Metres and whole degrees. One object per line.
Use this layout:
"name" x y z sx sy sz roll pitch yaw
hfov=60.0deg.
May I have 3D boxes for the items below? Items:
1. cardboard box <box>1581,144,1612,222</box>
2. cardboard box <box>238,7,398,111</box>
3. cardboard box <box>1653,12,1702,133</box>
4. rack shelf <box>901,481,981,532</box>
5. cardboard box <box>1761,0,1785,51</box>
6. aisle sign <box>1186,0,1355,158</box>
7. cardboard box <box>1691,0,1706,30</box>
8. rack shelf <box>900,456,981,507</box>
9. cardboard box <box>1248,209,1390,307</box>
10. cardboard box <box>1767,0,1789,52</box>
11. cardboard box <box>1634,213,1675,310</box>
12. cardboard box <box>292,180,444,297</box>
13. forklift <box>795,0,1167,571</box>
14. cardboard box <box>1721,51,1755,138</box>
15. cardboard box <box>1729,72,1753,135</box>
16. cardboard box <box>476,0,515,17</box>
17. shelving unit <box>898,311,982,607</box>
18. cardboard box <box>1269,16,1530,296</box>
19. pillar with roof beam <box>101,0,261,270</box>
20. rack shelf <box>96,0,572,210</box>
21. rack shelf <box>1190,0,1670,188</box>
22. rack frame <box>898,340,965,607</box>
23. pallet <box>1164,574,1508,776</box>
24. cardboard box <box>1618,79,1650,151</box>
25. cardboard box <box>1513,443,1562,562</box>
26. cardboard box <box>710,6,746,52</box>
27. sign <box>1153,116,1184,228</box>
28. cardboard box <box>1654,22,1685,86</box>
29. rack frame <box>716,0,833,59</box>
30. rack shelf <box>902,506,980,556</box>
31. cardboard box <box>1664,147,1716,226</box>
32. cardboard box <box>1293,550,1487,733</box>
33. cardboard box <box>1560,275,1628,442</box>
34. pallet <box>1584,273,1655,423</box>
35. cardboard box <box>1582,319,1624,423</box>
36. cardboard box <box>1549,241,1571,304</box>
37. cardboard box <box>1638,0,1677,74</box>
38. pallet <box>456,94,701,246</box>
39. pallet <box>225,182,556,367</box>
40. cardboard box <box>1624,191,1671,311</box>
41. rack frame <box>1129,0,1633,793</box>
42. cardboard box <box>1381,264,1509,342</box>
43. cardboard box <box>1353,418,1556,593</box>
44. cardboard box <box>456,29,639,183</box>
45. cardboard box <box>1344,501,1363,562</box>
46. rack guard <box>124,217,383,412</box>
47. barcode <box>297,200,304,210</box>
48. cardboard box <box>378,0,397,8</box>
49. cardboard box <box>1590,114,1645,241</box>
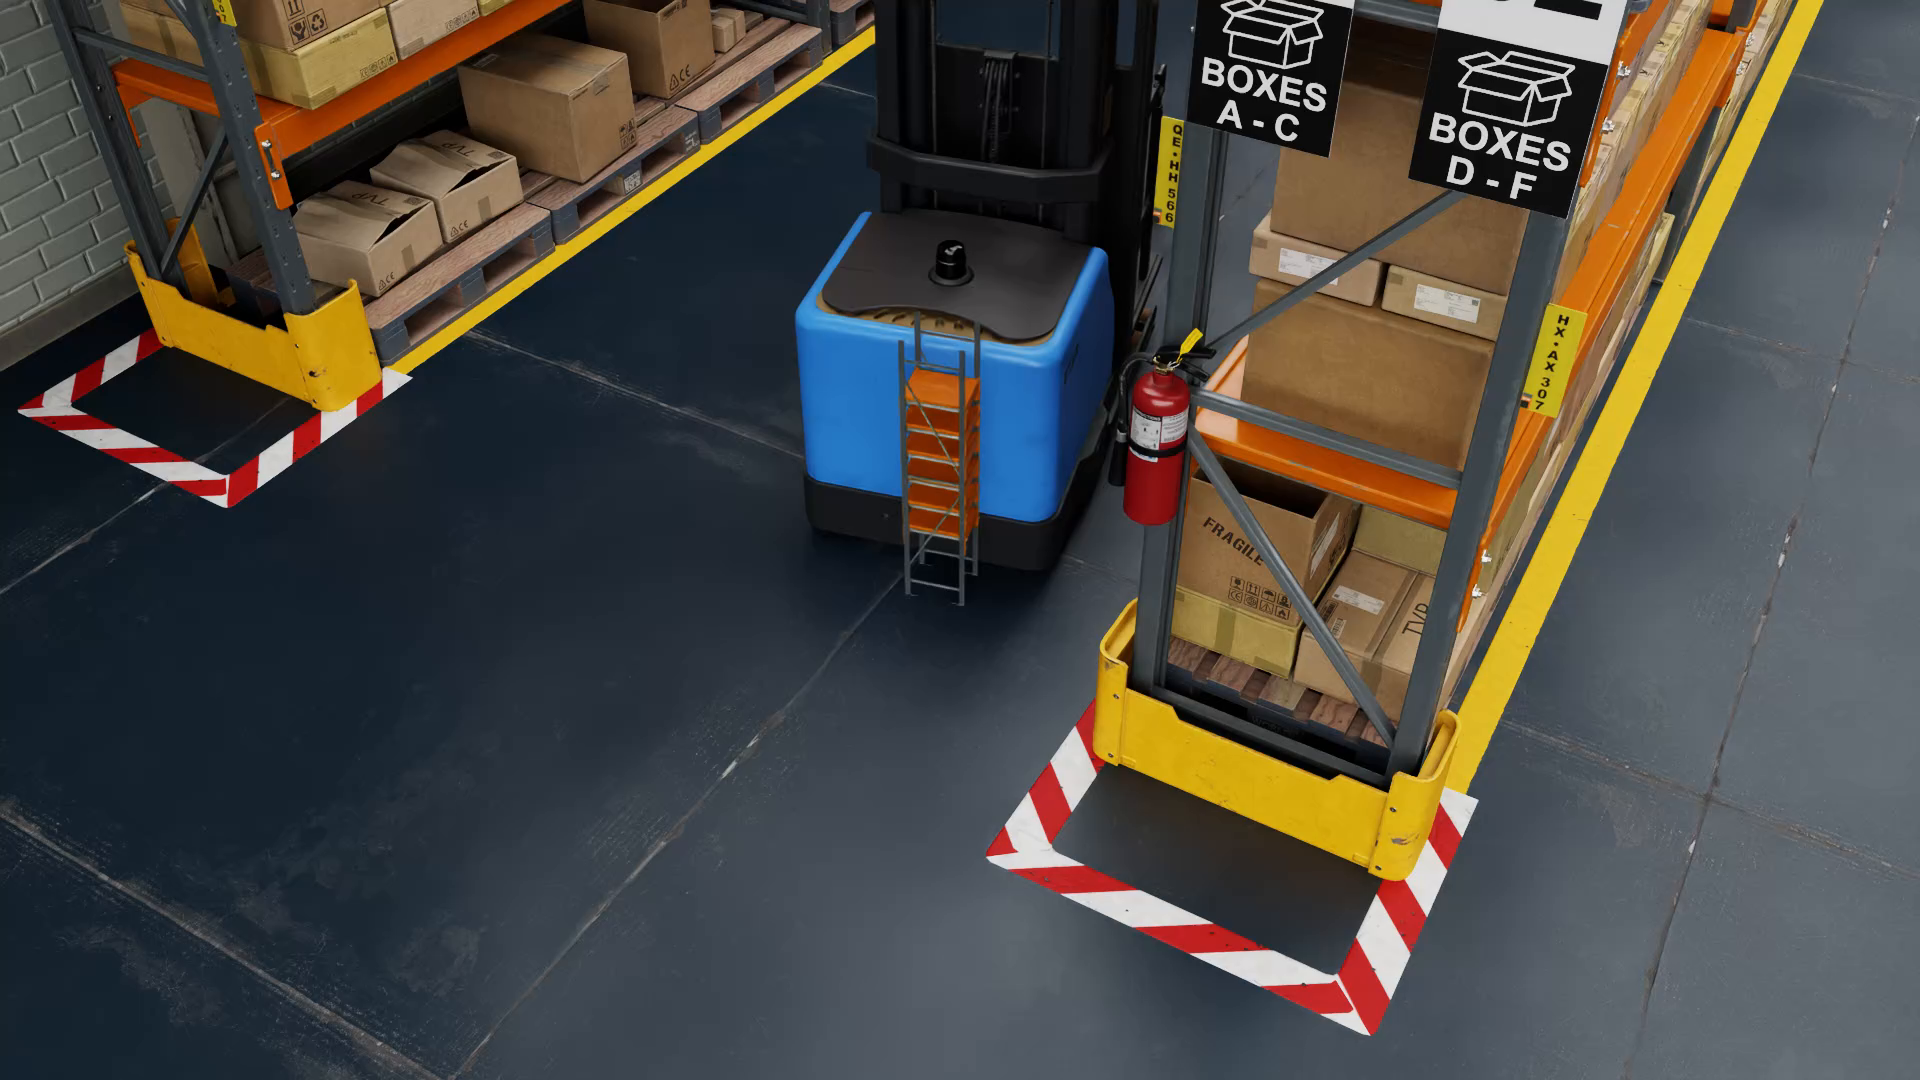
"cardboard box" 1.817 -1.164 5.236 0.380 0.149 0.250 20 45 21
"cardboard box" -2.722 -2.054 6.911 0.500 0.250 0.500 20 45 21
"cardboard box" 2.577 -2.058 6.742 0.700 0.500 0.500 20 45 22
"rack shelf" -0.071 -0.149 6.260 0.258 0.103 0.180 11 43 12
"cardboard box" 4.242 -2.951 9.170 0.500 0.311 0.500 22 46 23
"aisle sign" 0.763 -1.327 4.020 0.394 0.787 0.004 21 45 22
"cardboard box" 2.590 -2.054 6.246 0.380 0.149 0.250 21 45 22
"rack shelf" -0.071 -0.239 6.181 0.258 0.103 0.180 11 43 12
"cardboard box" 1.076 -0.855 4.884 0.380 0.149 0.250 20 45 21
"cardboard box" 4.492 -3.031 9.685 0.500 0.250 0.500 22 46 23
"cardboard box" 3.009 -1.369 7.798 0.500 0.250 0.500 21 45 22
"cardboard box" -2.816 -1.450 7.829 0.500 0.311 0.500 16 44 17
"forklift" 0.287 -1.965 6.764 1.130 2.935 3.031 11 43 12
"cardboard box" 3.729 -2.356 8.494 0.500 0.311 0.500 20 45 22
"cardboard box" 3.982 -2.445 9.019 0.500 0.250 0.500 20 45 21
"cardboard box" -2.214 -2.645 7.582 0.500 0.250 0.500 20 45 21
"shelving unit" -0.071 -0.273 6.152 0.258 1.200 0.189 11 43 12
"cardboard box" 1.321 -1.110 4.683 0.700 0.500 0.500 21 46 22
"pillar with roof beam" 0.088 -3.442 3.850 9.100 9.000 0.400 21 45 22
"rack shelf" -2.240 -2.803 8.207 1.077 0.370 4.000 21 45 22
"rack shelf" 2.051 -2.292 5.358 1.077 0.370 4.000 21 45 22
"rack frame" -0.098 -0.215 6.086 0.240 1.200 0.006 11 43 12
"pallet" 1.397 0.303 6.246 1.003 0.211 1.213 21 45 22
"cardboard box" 2.076 -1.464 5.576 0.380 0.149 0.250 20 45 22
"cardboard box" 2.009 -0.224 6.498 0.500 0.250 0.500 21 45 22
"cardboard box" -1.481 -3.003 9.701 0.380 0.166 0.250 15 44 17
"sign" 0.587 -1.003 4.564 0.100 0.325 0.005 21 45 22
"cardboard box" 2.334 -1.756 5.908 0.380 0.149 0.250 22 46 23
"rack frame" -1.239 -4.217 9.269 1.000 3.000 0.127 21 45 22
"rack shelf" -0.071 -0.059 6.340 0.258 0.103 0.180 11 43 12
"cardboard box" 3.468 -1.855 8.350 0.500 0.250 0.500 20 45 21
"cardboard box" 1.511 0.349 5.847 0.500 0.250 0.500 21 45 22
"cardboard box" 2.264 -0.790 6.573 0.500 0.500 0.500 21 45 22
"pallet" 2.618 -1.093 7.831 1.003 0.211 1.213 21 45 22
"cardboard box" 2.513 -0.795 7.146 0.500 0.250 0.500 21 45 22
"cardboard box" 1.553 -0.894 5.420 0.700 0.500 0.500 22 46 23
"cardboard box" 2.082 -1.988 5.680 0.700 0.500 0.500 21 46 22
"pallet" -2.154 -2.074 8.945 1.003 0.211 1.213 21 45 22
"pallet" -2.765 -1.378 8.155 1.003 0.211 1.213 21 45 22
"cardboard box" 2.749 -1.368 7.229 0.500 0.500 0.500 21 45 22
"rack frame" 1.050 -0.292 4.812 1.000 3.000 0.127 21 45 22
"cardboard box" 1.433 -0.726 4.739 0.380 0.149 0.250 21 45 22
"cardboard box" 1.760 -0.219 5.925 0.500 0.500 0.500 21 45 22
"cardboard box" -2.121 -2.251 8.595 0.700 0.500 0.500 18 45 19
"cardboard box" 1.302 -0.112 6.371 0.500 0.250 0.500 21 45 22
"rack guard" -3.203 -1.034 7.545 1.175 0.500 0.348 21 45 22
"barcode" -3.154 -1.596 7.988 0.001 0.075 0.075 21 45 22
"cardboard box" -2.486 -2.614 6.980 0.500 0.500 0.500 21 46 22
"cardboard box" 2.067 -1.479 6.084 0.700 0.500 0.500 22 46 23
